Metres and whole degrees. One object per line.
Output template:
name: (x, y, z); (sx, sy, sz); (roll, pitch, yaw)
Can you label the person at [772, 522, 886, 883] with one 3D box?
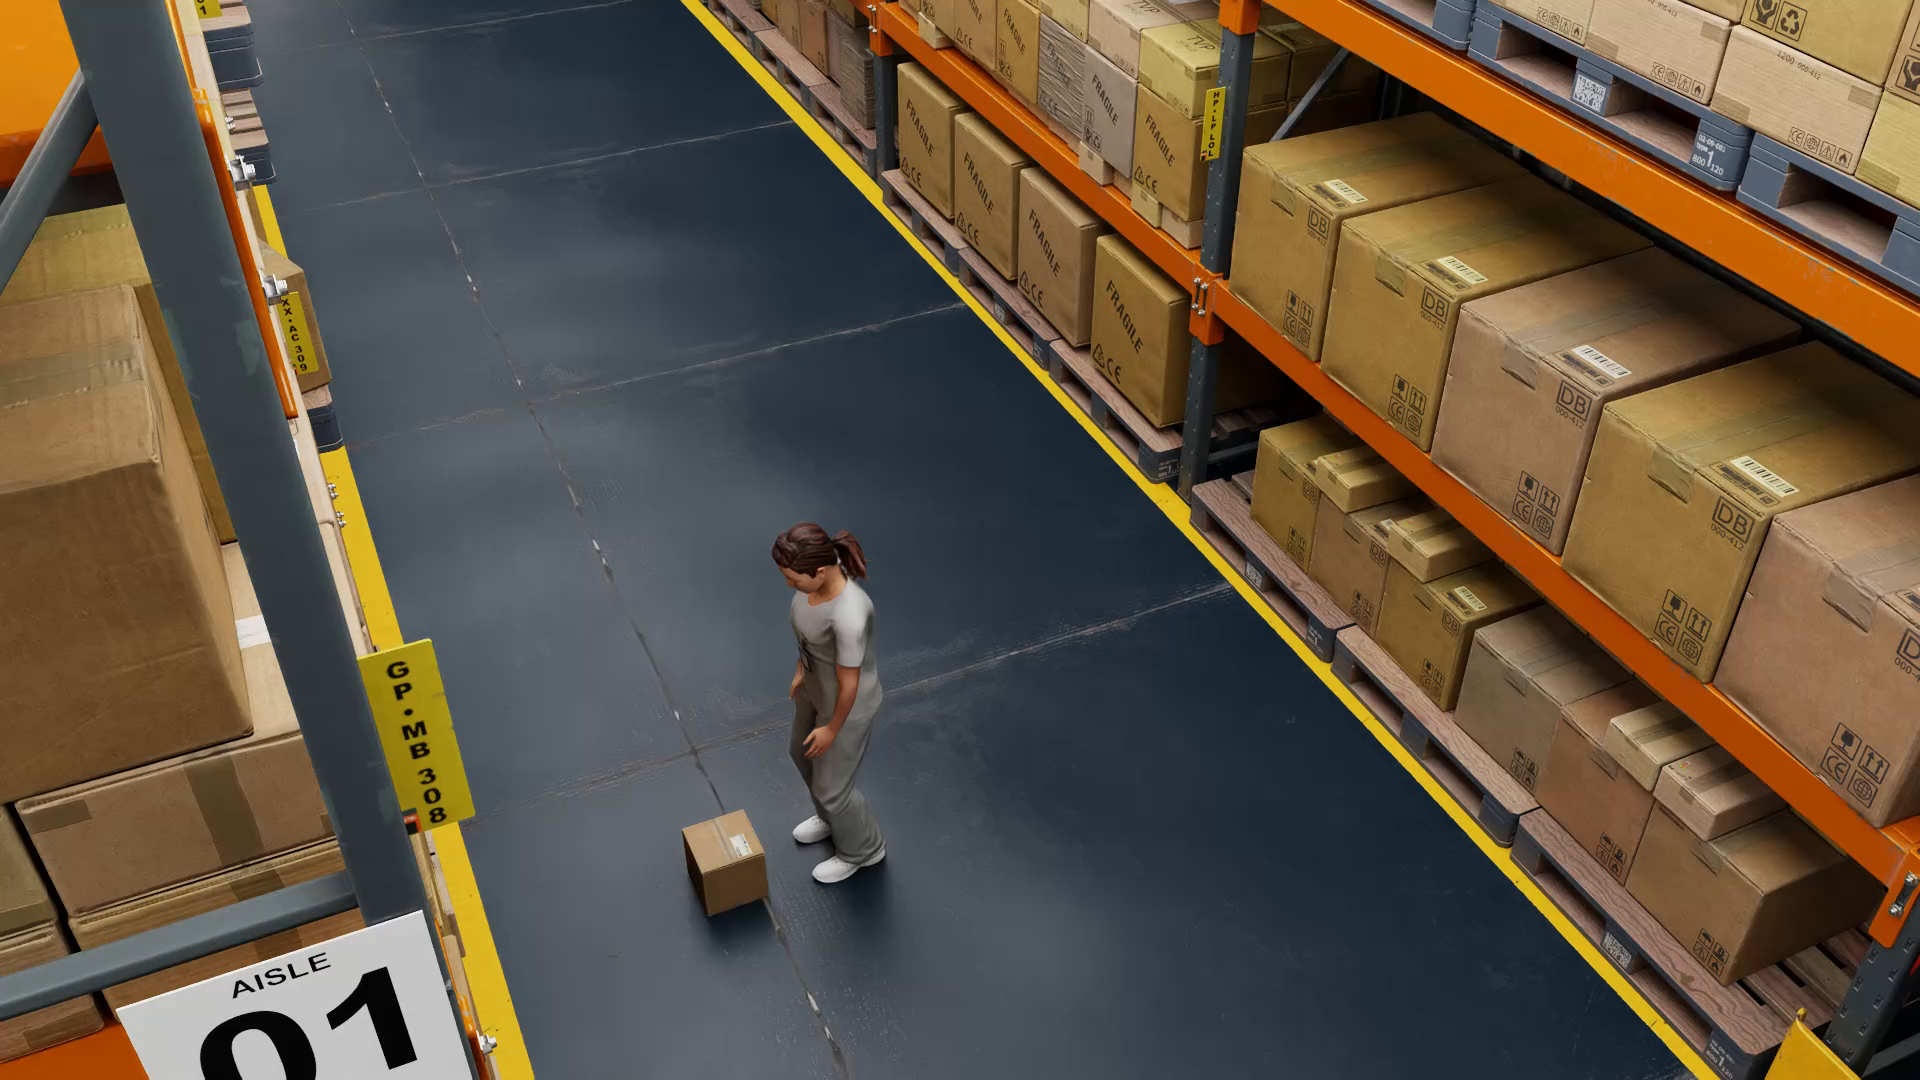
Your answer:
person: (-0.468, 0.591, 6.115); (0.354, 1.645, 0.456); (-15, 40, -19)
